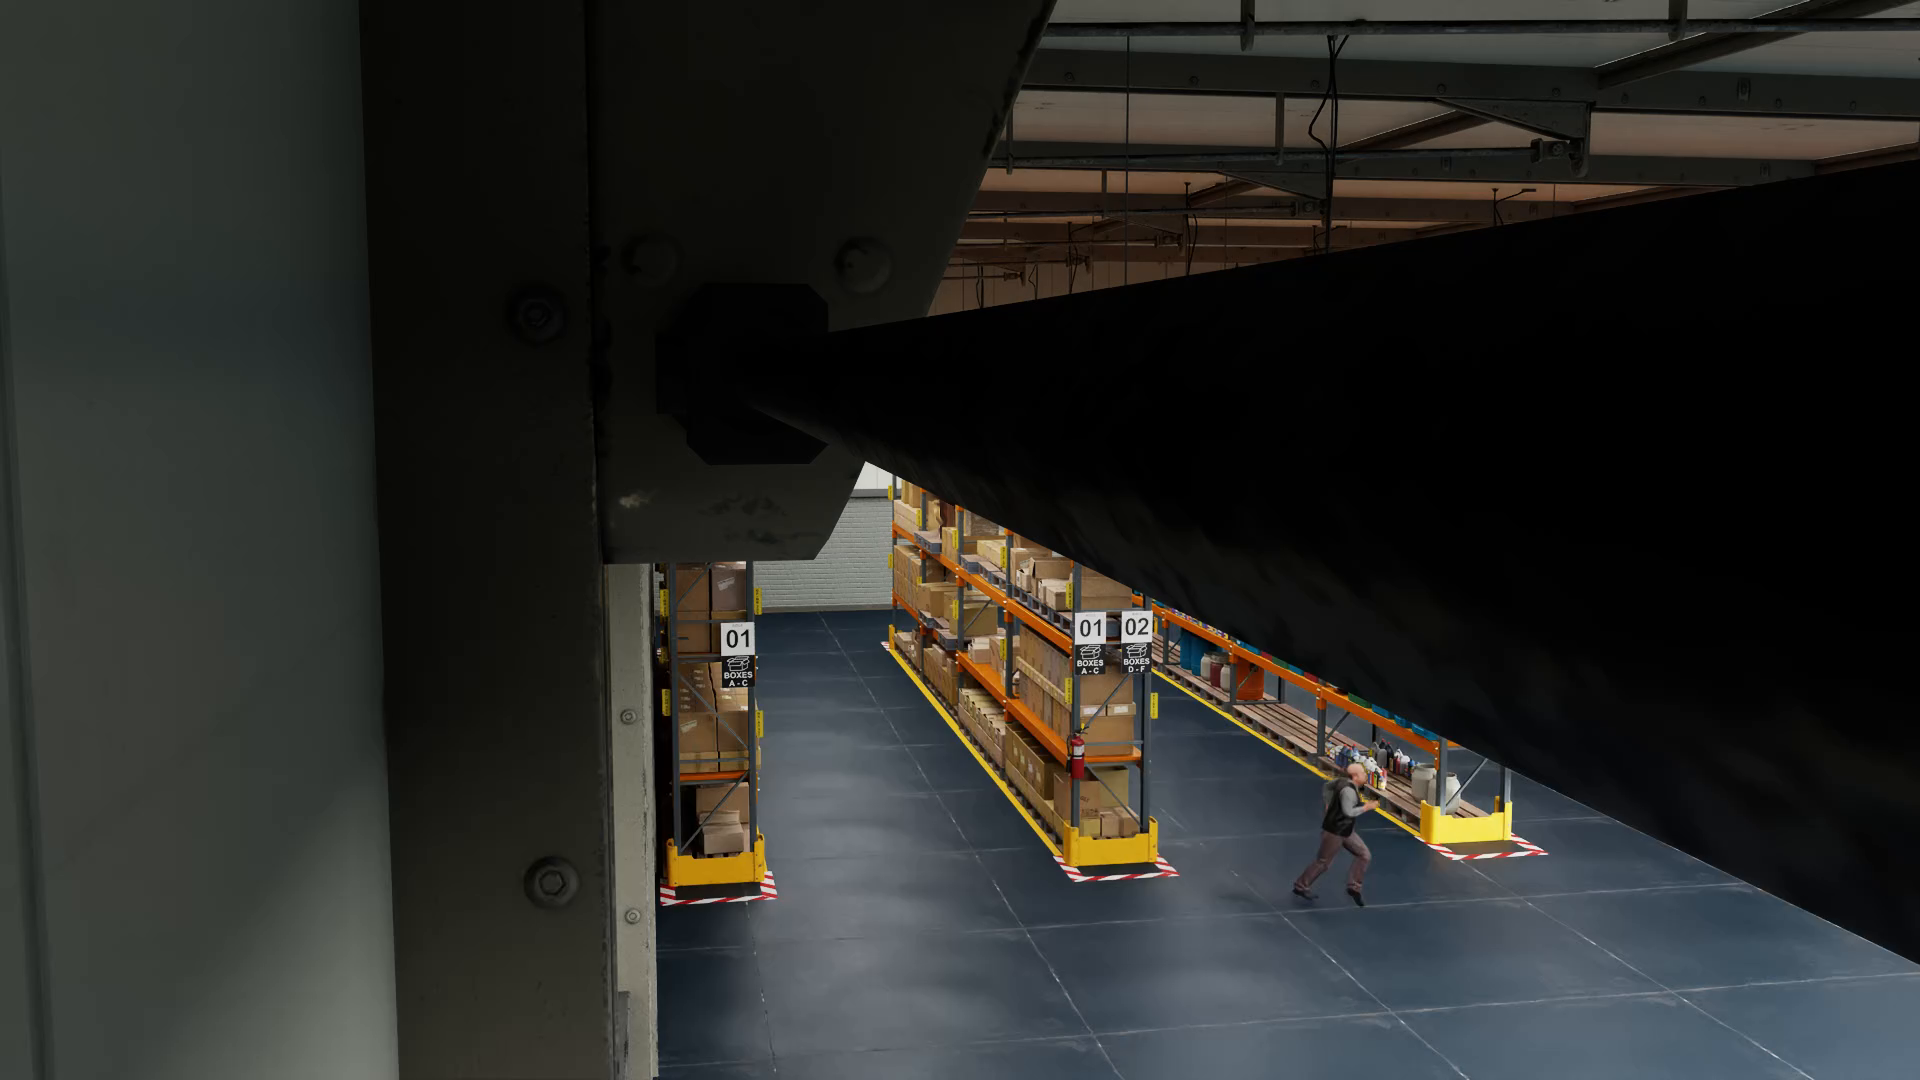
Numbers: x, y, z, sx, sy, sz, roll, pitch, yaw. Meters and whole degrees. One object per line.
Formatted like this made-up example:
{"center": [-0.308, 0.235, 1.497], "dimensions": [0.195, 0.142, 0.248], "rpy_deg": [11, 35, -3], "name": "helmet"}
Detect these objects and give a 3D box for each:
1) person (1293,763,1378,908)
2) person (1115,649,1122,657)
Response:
{"center": [4.346, 3.417, 19.248], "dimensions": [0.939, 1.720, 0.647], "rpy_deg": [2, 7, 19], "name": "person"}
{"center": [3.113, 2.147, 31.290], "dimensions": [0.563, 1.634, 0.712], "rpy_deg": [-2, 6, -14], "name": "person"}
